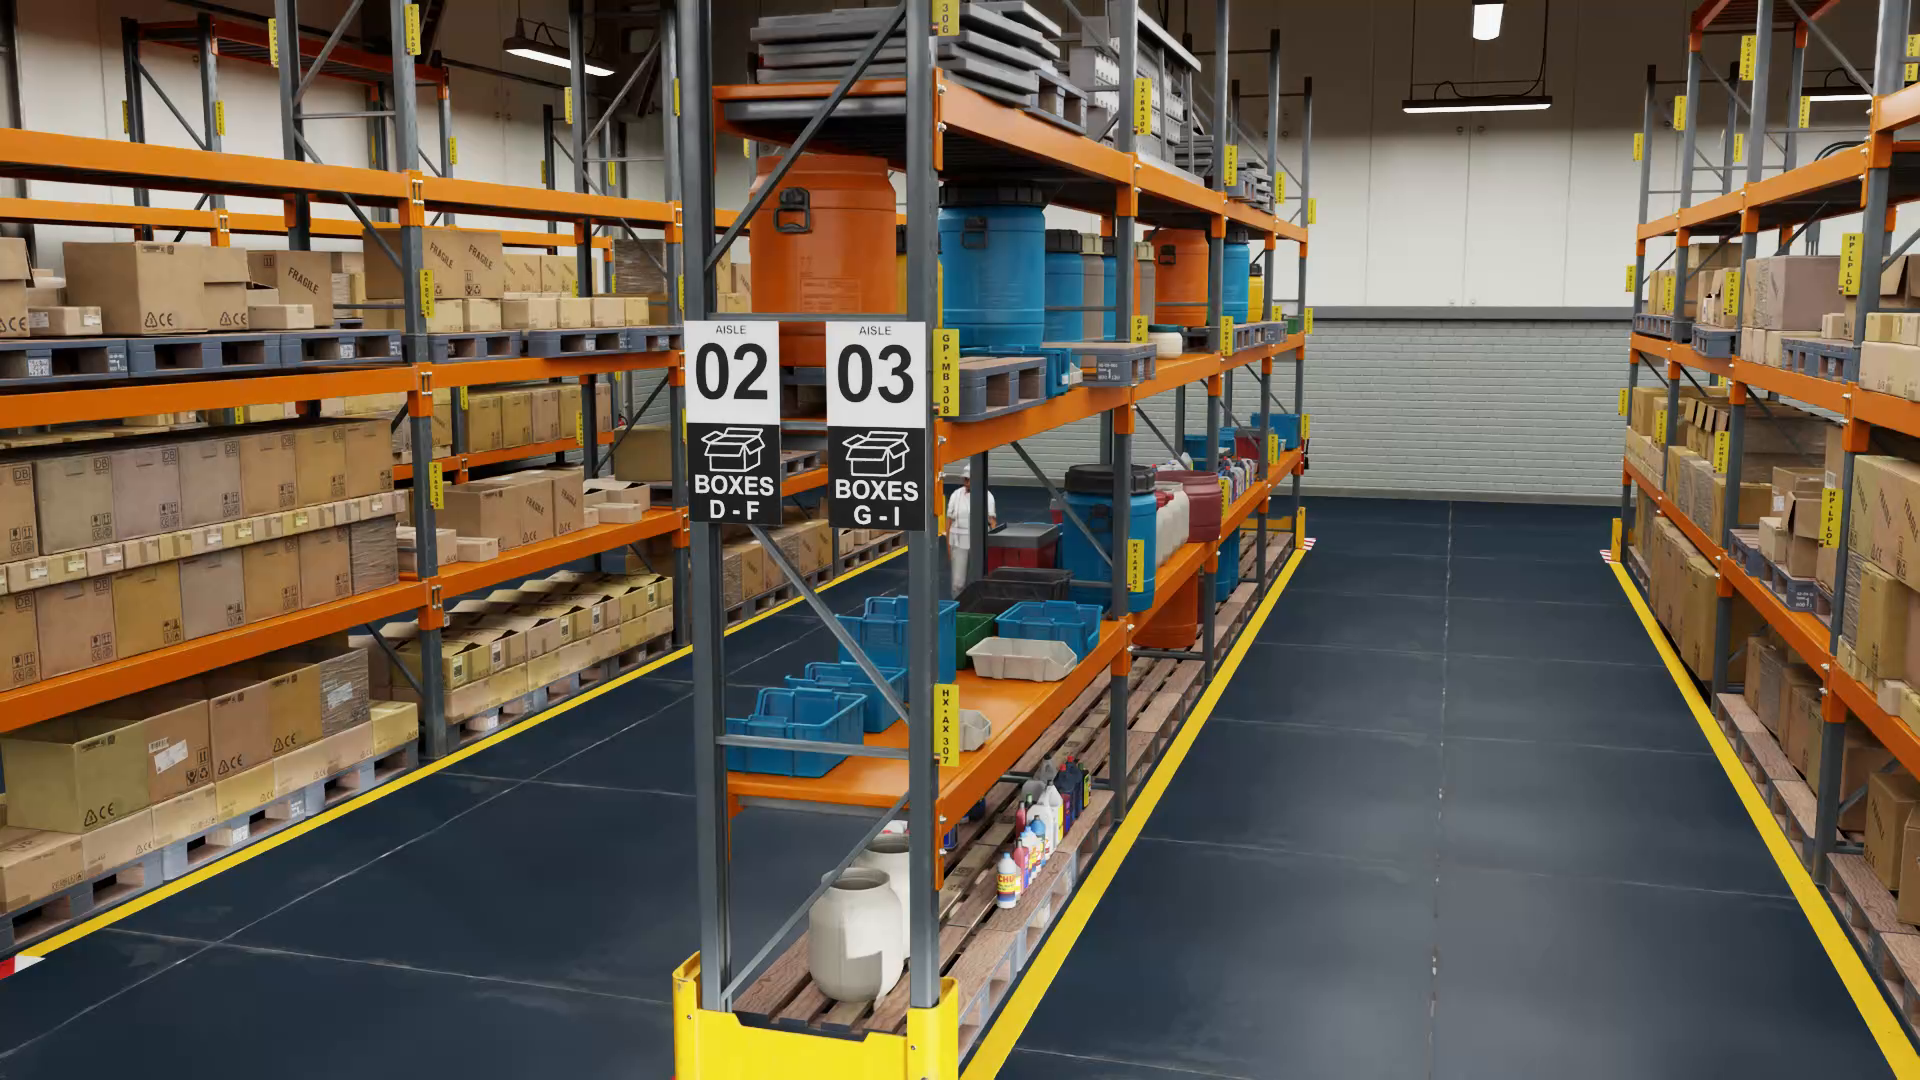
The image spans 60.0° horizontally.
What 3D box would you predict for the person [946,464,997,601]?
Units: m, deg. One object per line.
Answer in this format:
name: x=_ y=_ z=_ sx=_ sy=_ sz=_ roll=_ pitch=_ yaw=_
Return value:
person: x=0.116 y=0.134 z=16.071 sx=0.486 sy=1.729 sz=0.580 roll=-1 pitch=8 yaw=-4
